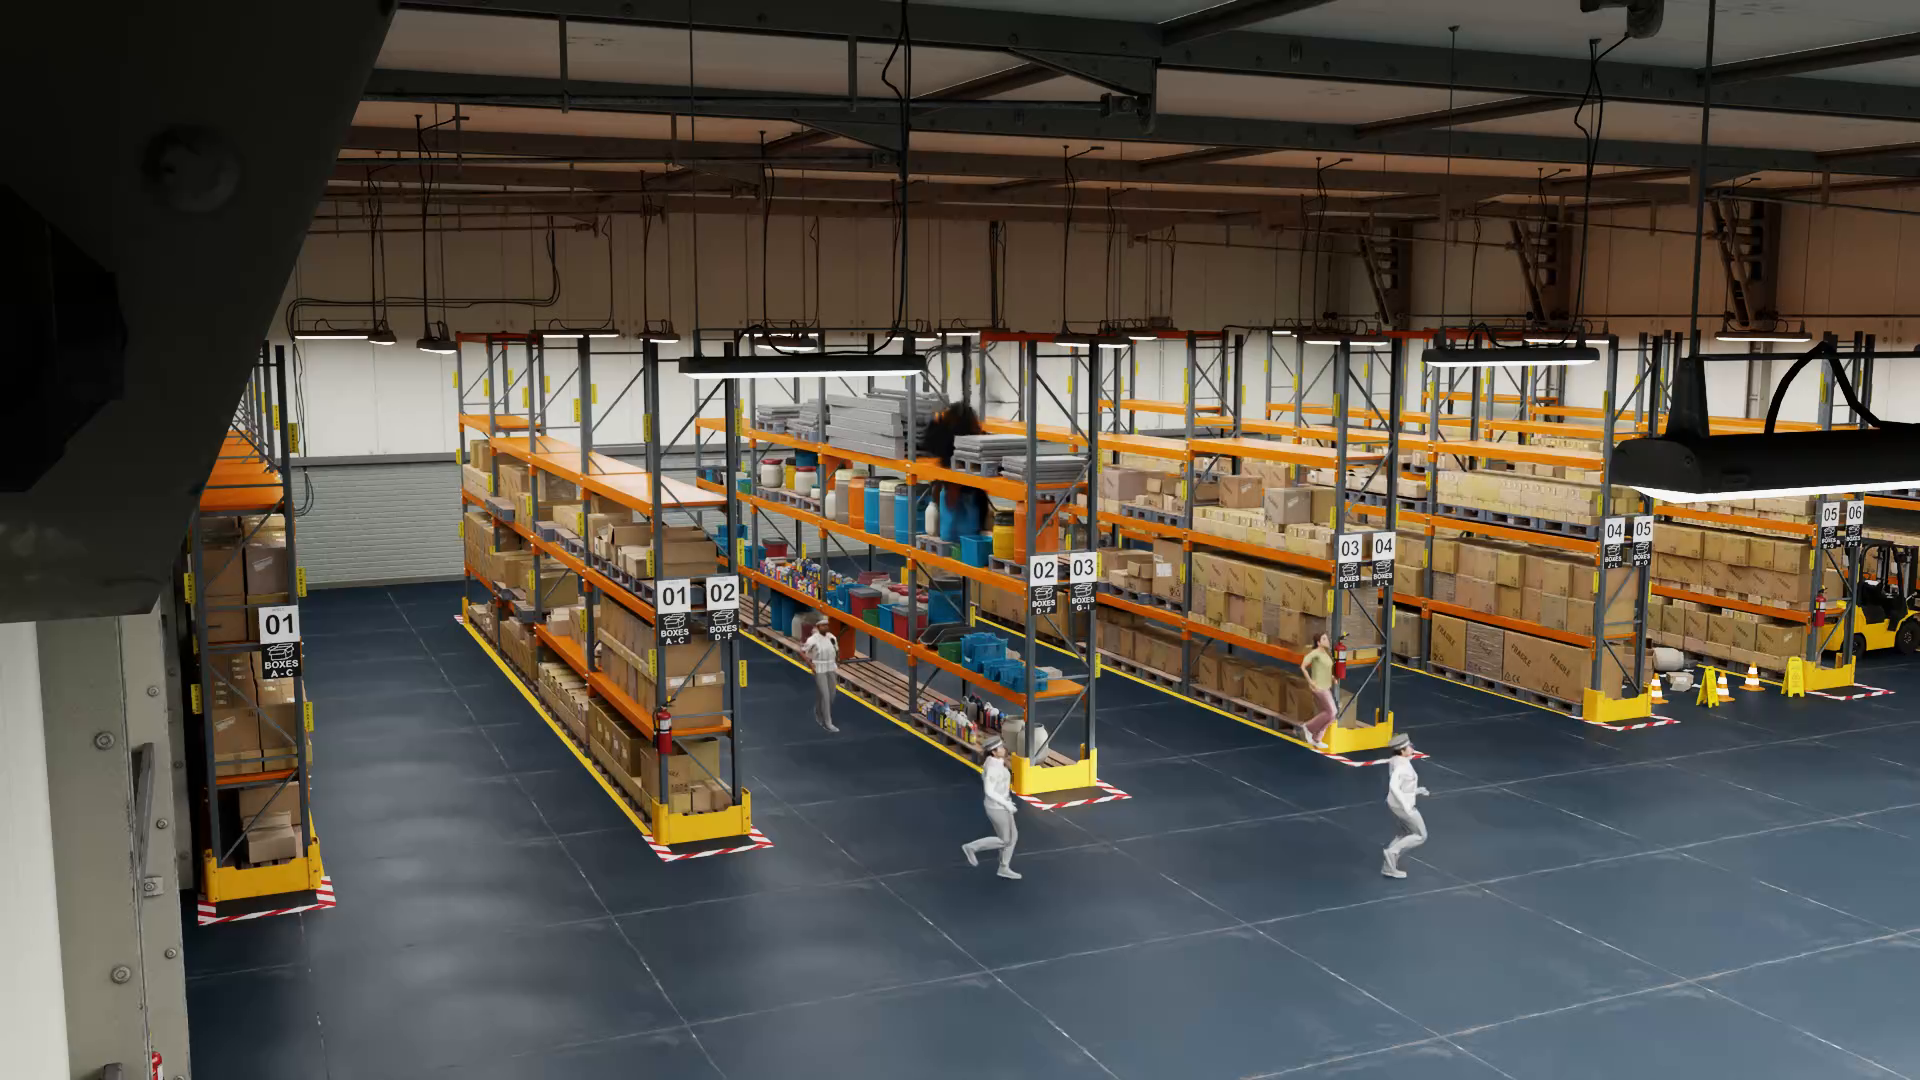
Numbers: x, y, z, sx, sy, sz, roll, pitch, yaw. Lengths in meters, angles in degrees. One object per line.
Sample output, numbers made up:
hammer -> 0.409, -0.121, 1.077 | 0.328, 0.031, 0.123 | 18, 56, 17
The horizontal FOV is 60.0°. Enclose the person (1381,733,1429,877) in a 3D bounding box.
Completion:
person -> 5.037, 2.995, 18.759 | 0.535, 1.659, 0.605 | 0, 8, -1

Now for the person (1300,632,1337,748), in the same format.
person -> 5.092, 2.105, 23.346 | 0.497, 1.637, 0.592 | 5, 9, 32

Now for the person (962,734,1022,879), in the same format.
person -> 0.364, 3.008, 18.770 | 0.676, 1.667, 0.625 | 0, 8, 2

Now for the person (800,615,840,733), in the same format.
person -> -1.999, 1.940, 24.370 | 0.588, 1.685, 0.770 | -5, 9, -35

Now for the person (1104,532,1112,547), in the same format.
person -> 3.842, -0.101, 42.117 | 0.465, 1.509, 0.621 | 2, 8, 17
